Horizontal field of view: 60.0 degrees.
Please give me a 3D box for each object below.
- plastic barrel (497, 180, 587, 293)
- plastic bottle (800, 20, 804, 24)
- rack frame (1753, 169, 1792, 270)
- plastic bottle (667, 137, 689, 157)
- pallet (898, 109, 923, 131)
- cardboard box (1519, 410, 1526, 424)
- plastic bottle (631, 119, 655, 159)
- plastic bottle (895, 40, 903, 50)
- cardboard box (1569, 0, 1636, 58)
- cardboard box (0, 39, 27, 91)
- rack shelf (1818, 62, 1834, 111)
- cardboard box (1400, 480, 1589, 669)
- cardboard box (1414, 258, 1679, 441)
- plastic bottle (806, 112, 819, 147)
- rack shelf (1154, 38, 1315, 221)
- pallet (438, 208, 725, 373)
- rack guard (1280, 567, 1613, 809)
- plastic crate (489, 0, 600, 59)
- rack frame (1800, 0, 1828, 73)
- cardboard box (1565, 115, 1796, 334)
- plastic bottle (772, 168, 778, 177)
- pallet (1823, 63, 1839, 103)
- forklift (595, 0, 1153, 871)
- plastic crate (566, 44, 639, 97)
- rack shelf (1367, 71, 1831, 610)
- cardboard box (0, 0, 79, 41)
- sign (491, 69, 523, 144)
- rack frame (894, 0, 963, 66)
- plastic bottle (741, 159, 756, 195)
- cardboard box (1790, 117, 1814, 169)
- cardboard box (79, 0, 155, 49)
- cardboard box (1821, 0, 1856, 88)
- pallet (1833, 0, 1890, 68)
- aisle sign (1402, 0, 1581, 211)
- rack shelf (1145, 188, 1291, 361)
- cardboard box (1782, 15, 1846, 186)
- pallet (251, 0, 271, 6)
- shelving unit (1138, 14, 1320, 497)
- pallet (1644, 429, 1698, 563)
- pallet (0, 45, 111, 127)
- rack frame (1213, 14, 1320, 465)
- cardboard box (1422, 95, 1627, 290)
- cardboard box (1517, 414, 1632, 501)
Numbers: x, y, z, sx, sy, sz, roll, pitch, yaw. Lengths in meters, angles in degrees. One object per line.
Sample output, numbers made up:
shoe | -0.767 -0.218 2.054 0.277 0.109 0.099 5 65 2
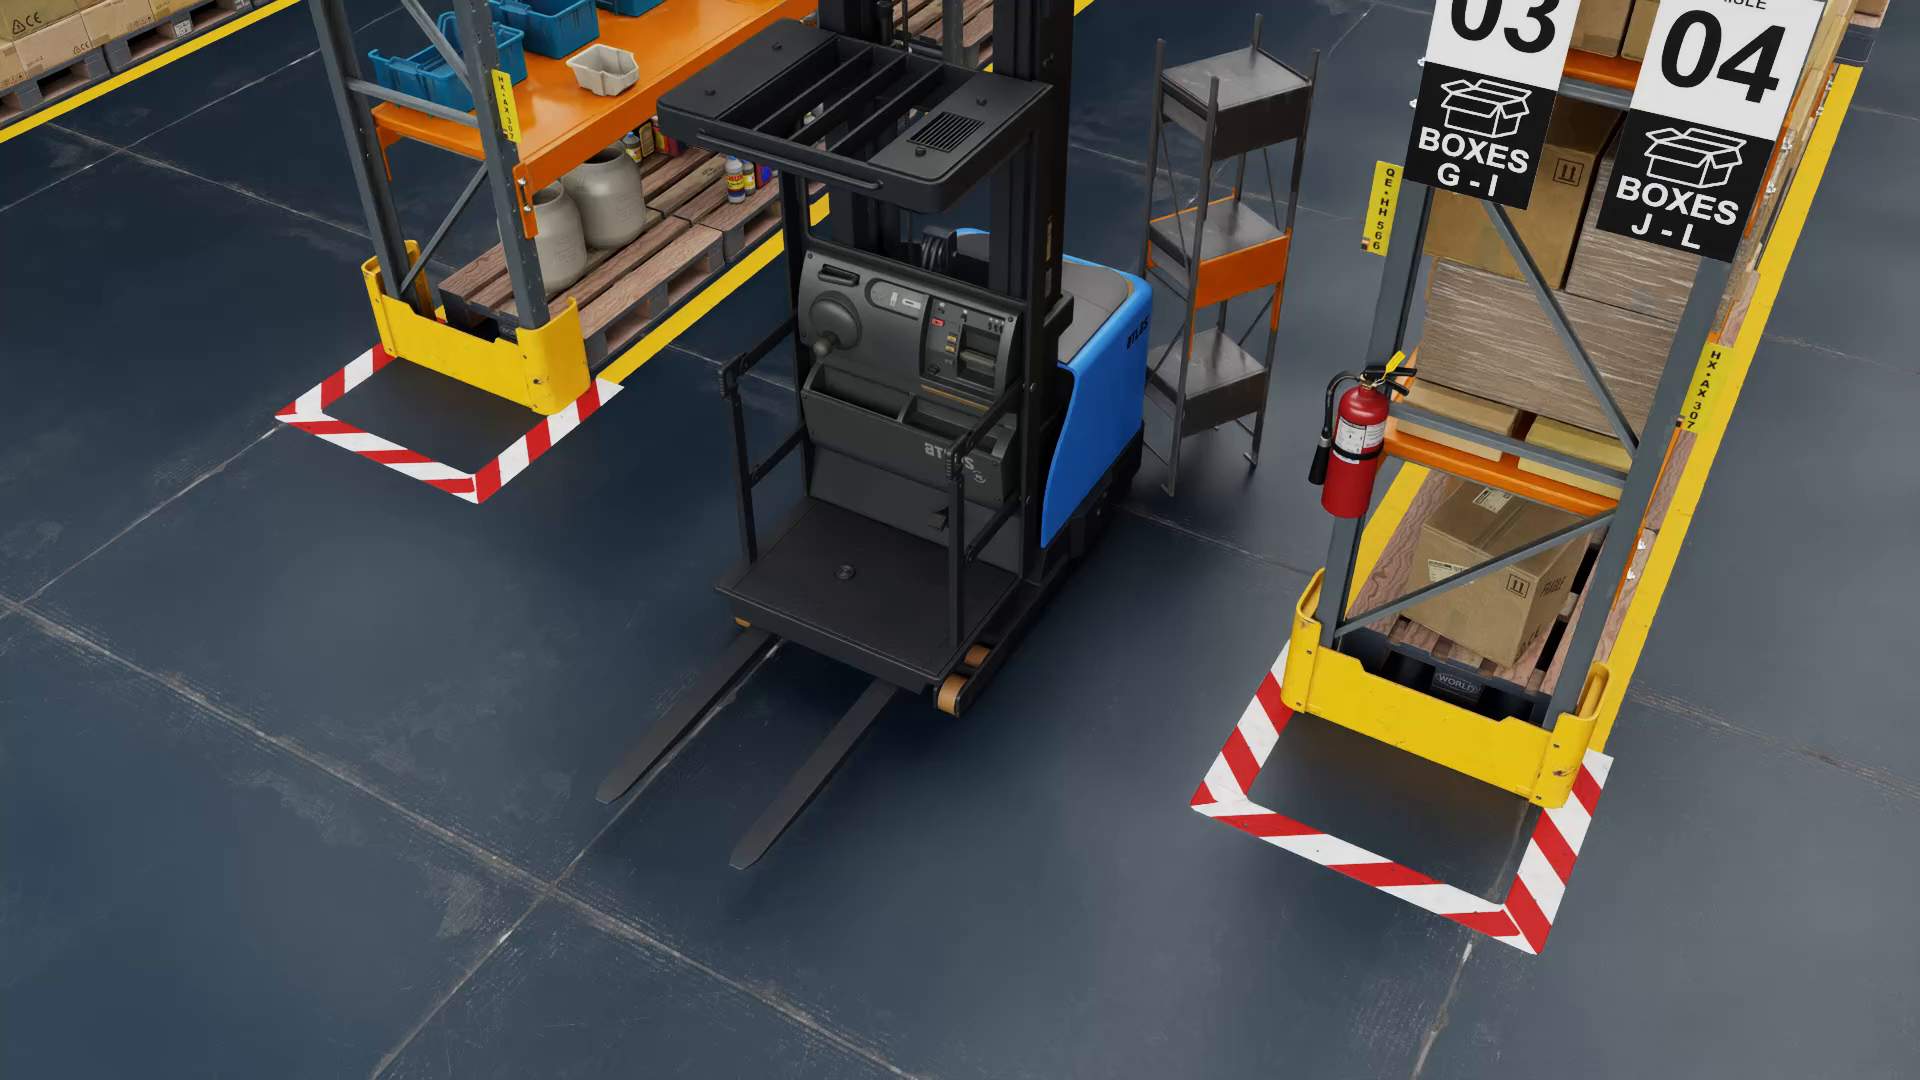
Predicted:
plastic barrel | -2.179 -1.588 8.664 0.421 0.512 0.421 0 41 0
plastic bottle | -1.030 -3.270 10.794 0.097 0.201 0.097 0 41 0
rack frame | 3.848 -2.613 8.263 1.000 3.000 0.127 21 45 22
plastic bottle | -1.660 -2.404 9.748 0.061 0.283 0.133 21 45 22
pallet | -0.813 -2.834 10.624 1.003 0.211 1.213 21 45 22
cardboard box | 1.936 -0.604 6.172 0.380 0.149 0.250 21 45 22
plastic bottle | -1.860 -2.377 9.717 0.061 0.283 0.133 22 46 23
plastic bottle | -0.396 -3.012 10.439 0.061 0.283 0.133 23 46 24
cardboard box | 1.867 -1.753 5.131 0.500 0.250 0.500 22 46 23
cardboard box | -6.268 -2.961 10.421 0.500 0.250 0.500 21 45 22
rack shelf | 4.849 -3.487 9.800 1.077 0.370 4.000 21 45 22
cardboard box | 2.173 0.105 6.751 0.500 0.500 0.500 30 49 29
cardboard box | 2.145 -0.779 5.880 0.875 0.500 0.500 21 45 22
plastic bottle | -0.891 -2.439 9.850 0.097 0.201 0.097 0 41 0
rack shelf | 1.110 -1.700 6.868 0.480 0.518 0.431 -20 45 -22
pallet | -2.034 -1.438 9.038 1.003 0.211 1.213 21 45 22
rack guard | 1.884 0.571 6.539 1.175 0.500 0.348 21 45 22
plastic crate | -2.121 -2.661 8.430 0.499 0.251 0.408 21 45 22
rack frame | 1.846 -2.576 3.681 1.000 3.000 0.127 21 45 22
cardboard box | 2.357 -1.073 5.457 0.500 0.500 0.500 21 45 22
plastic bottle | -1.093 -2.234 9.564 0.097 0.271 0.097 0 41 0
pallet | 5.457 -3.409 11.276 1.003 0.211 1.213 21 45 22
forklift | -0.312 -0.739 6.186 1.130 2.935 3.031 21 45 22
plastic crate | -1.716 -2.269 8.072 0.298 0.136 0.250 21 45 22
rack shelf | 2.847 -1.199 7.201 1.077 0.370 4.000 21 45 22
cardboard box | -6.019 -3.530 10.499 0.500 0.500 0.500 21 45 22
sign | -1.968 -1.882 7.223 0.100 0.325 0.005 21 45 22
rack frame | -0.440 -4.251 10.123 1.000 3.000 0.127 21 45 22
plastic bottle | -1.213 -2.071 9.432 0.097 0.201 0.097 0 41 0
cardboard box | 3.656 -1.855 7.593 0.380 0.149 0.250 21 45 22
cardboard box | -5.770 -3.535 11.072 0.500 0.250 0.500 21 45 22
cardboard box | 3.361 -2.216 6.755 0.500 0.500 0.500 21 45 22
pallet | 4.356 -2.930 8.768 1.003 0.211 1.213 21 45 22
aisle sign | 1.555 -1.363 4.877 0.394 0.787 0.004 21 45 22
rack shelf | 1.110 -1.174 7.331 0.480 0.518 0.431 -20 45 -22
cardboard box | 2.863 -1.643 6.105 0.500 0.500 0.500 21 45 22
pallet | -5.161 -4.404 12.406 1.003 0.211 1.213 21 45 22
shelving unit | 1.110 -1.185 7.322 0.503 2.100 0.431 -20 45 -22
pallet | 2.933 -0.470 7.939 1.003 0.211 1.213 21 45 22
pallet | -6.382 -3.007 10.821 1.003 0.211 1.213 21 45 22
rack frame | 1.322 -1.264 7.412 0.015 2.100 0.400 -20 45 -22
cardboard box | 1.907 -1.245 5.652 0.500 0.500 0.500 21 45 22
cardboard box | 2.195 -0.314 5.843 0.380 0.149 0.250 21 45 22
